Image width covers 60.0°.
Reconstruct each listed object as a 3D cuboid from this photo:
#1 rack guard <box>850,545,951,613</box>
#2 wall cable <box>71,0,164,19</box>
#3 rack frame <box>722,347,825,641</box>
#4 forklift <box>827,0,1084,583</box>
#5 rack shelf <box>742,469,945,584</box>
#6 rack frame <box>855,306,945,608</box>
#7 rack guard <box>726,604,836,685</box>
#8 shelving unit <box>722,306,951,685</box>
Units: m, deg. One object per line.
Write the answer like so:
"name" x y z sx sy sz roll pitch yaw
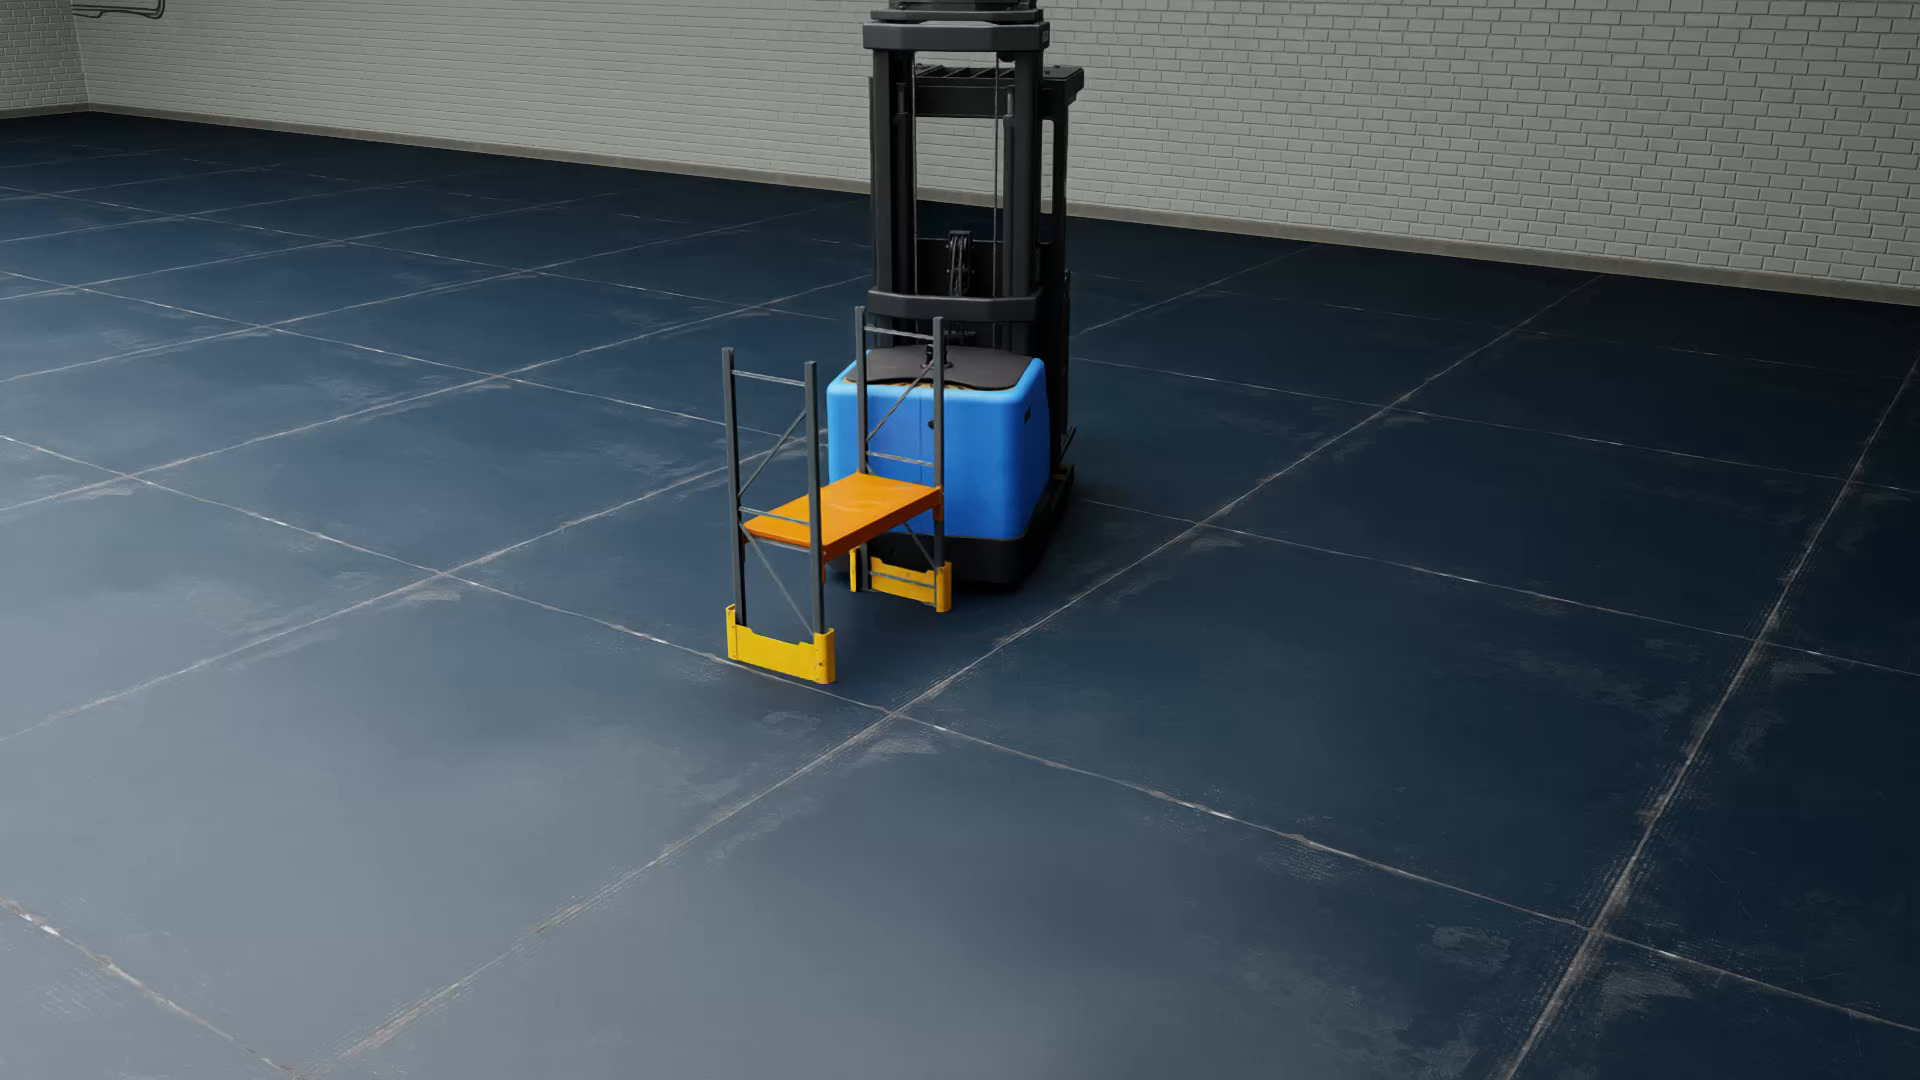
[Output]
"rack guard" -0.307 0.190 8.527 0.587 0.250 0.087 12 24 30
"wall cable" -15.077 -10.496 29.281 3.097 2.526 0.112 13 24 32
"rack frame" -0.837 -0.103 7.518 0.500 1.500 0.032 12 24 30
"forklift" 0.094 -1.626 9.574 1.130 2.935 3.031 4 21 10
"rack shelf" -0.567 -0.084 7.984 0.538 0.185 1.000 12 24 30
"rack frame" -0.297 -0.402 8.326 0.500 1.500 0.032 12 24 30
"rack guard" -0.836 0.483 7.736 0.587 0.250 0.087 12 24 30
"shelving unit" -0.572 -0.250 7.915 0.587 1.500 1.083 12 24 30
